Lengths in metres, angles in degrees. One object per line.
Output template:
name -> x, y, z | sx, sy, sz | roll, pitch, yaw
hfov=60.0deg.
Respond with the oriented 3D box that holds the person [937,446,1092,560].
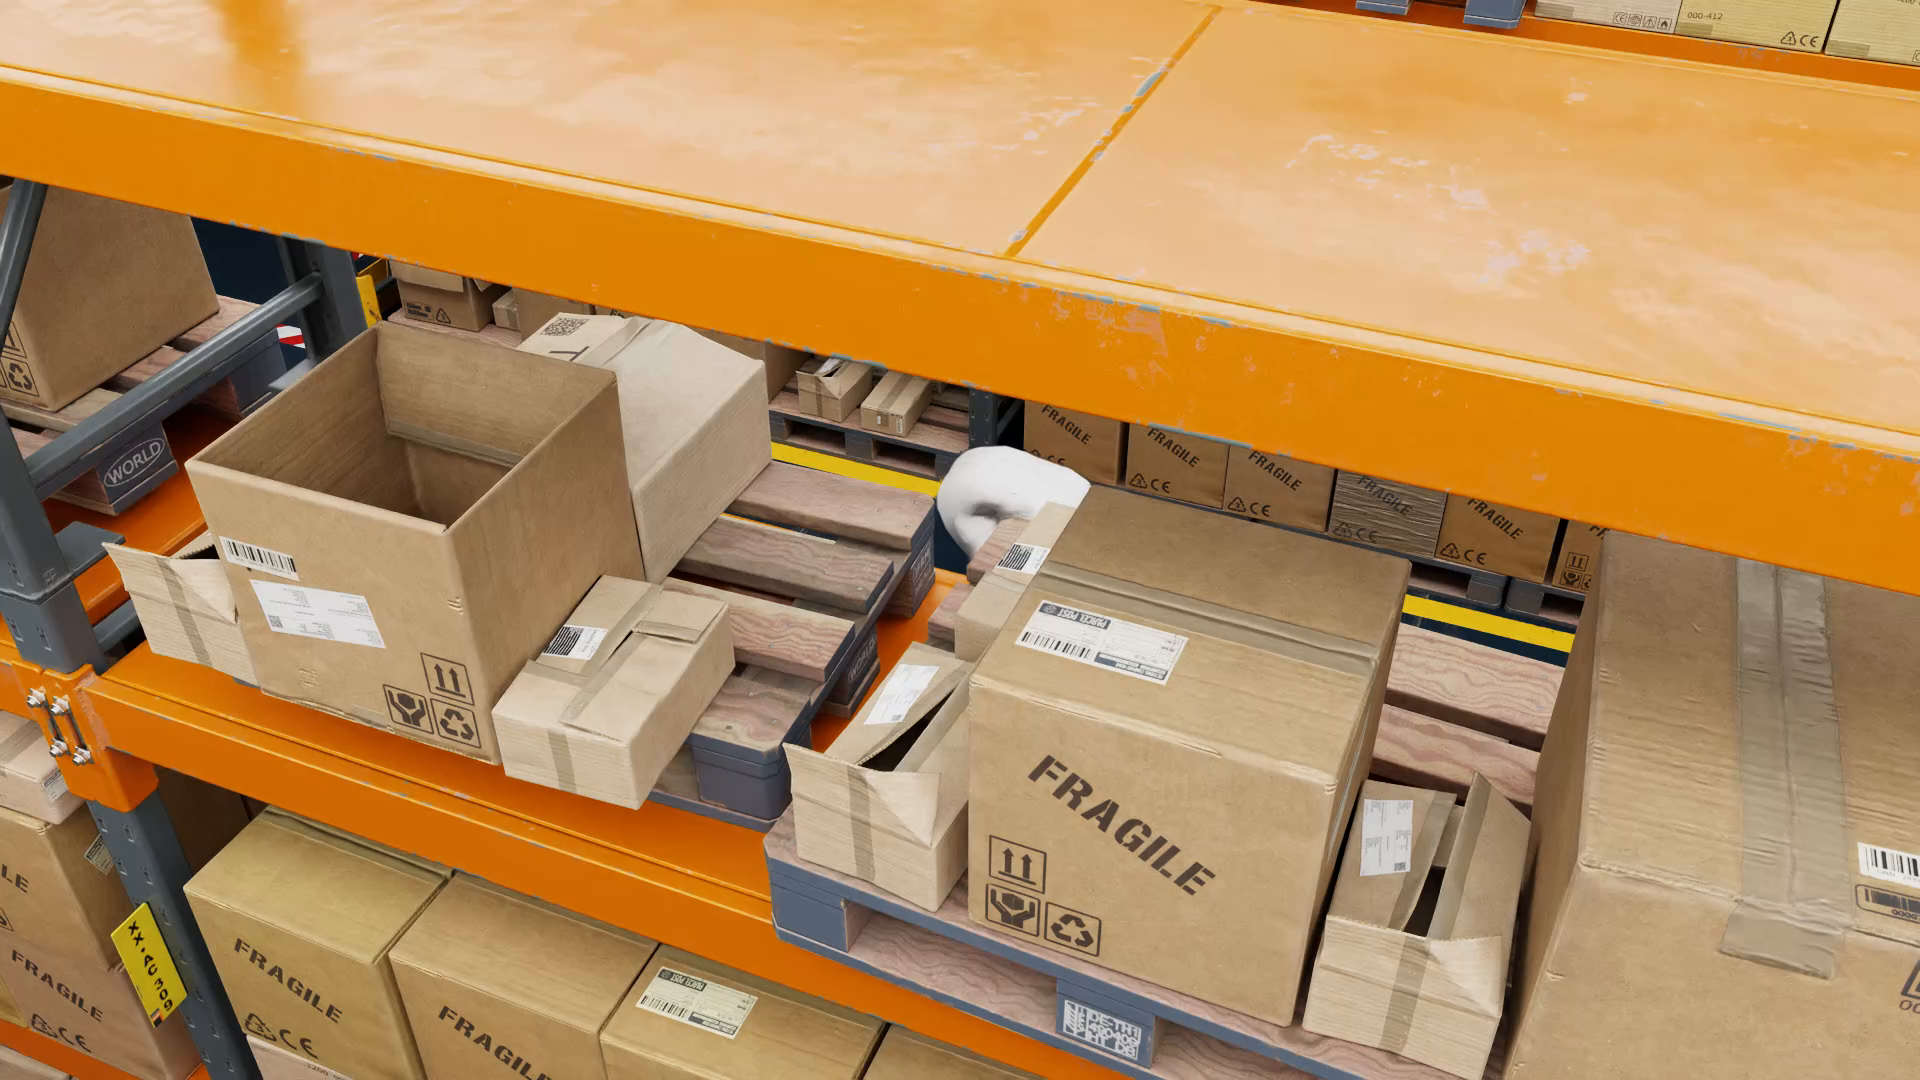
person -> 0.366, 0.061, 7.424 | 0.952, 0.966, 0.594 | 11, 38, 15
